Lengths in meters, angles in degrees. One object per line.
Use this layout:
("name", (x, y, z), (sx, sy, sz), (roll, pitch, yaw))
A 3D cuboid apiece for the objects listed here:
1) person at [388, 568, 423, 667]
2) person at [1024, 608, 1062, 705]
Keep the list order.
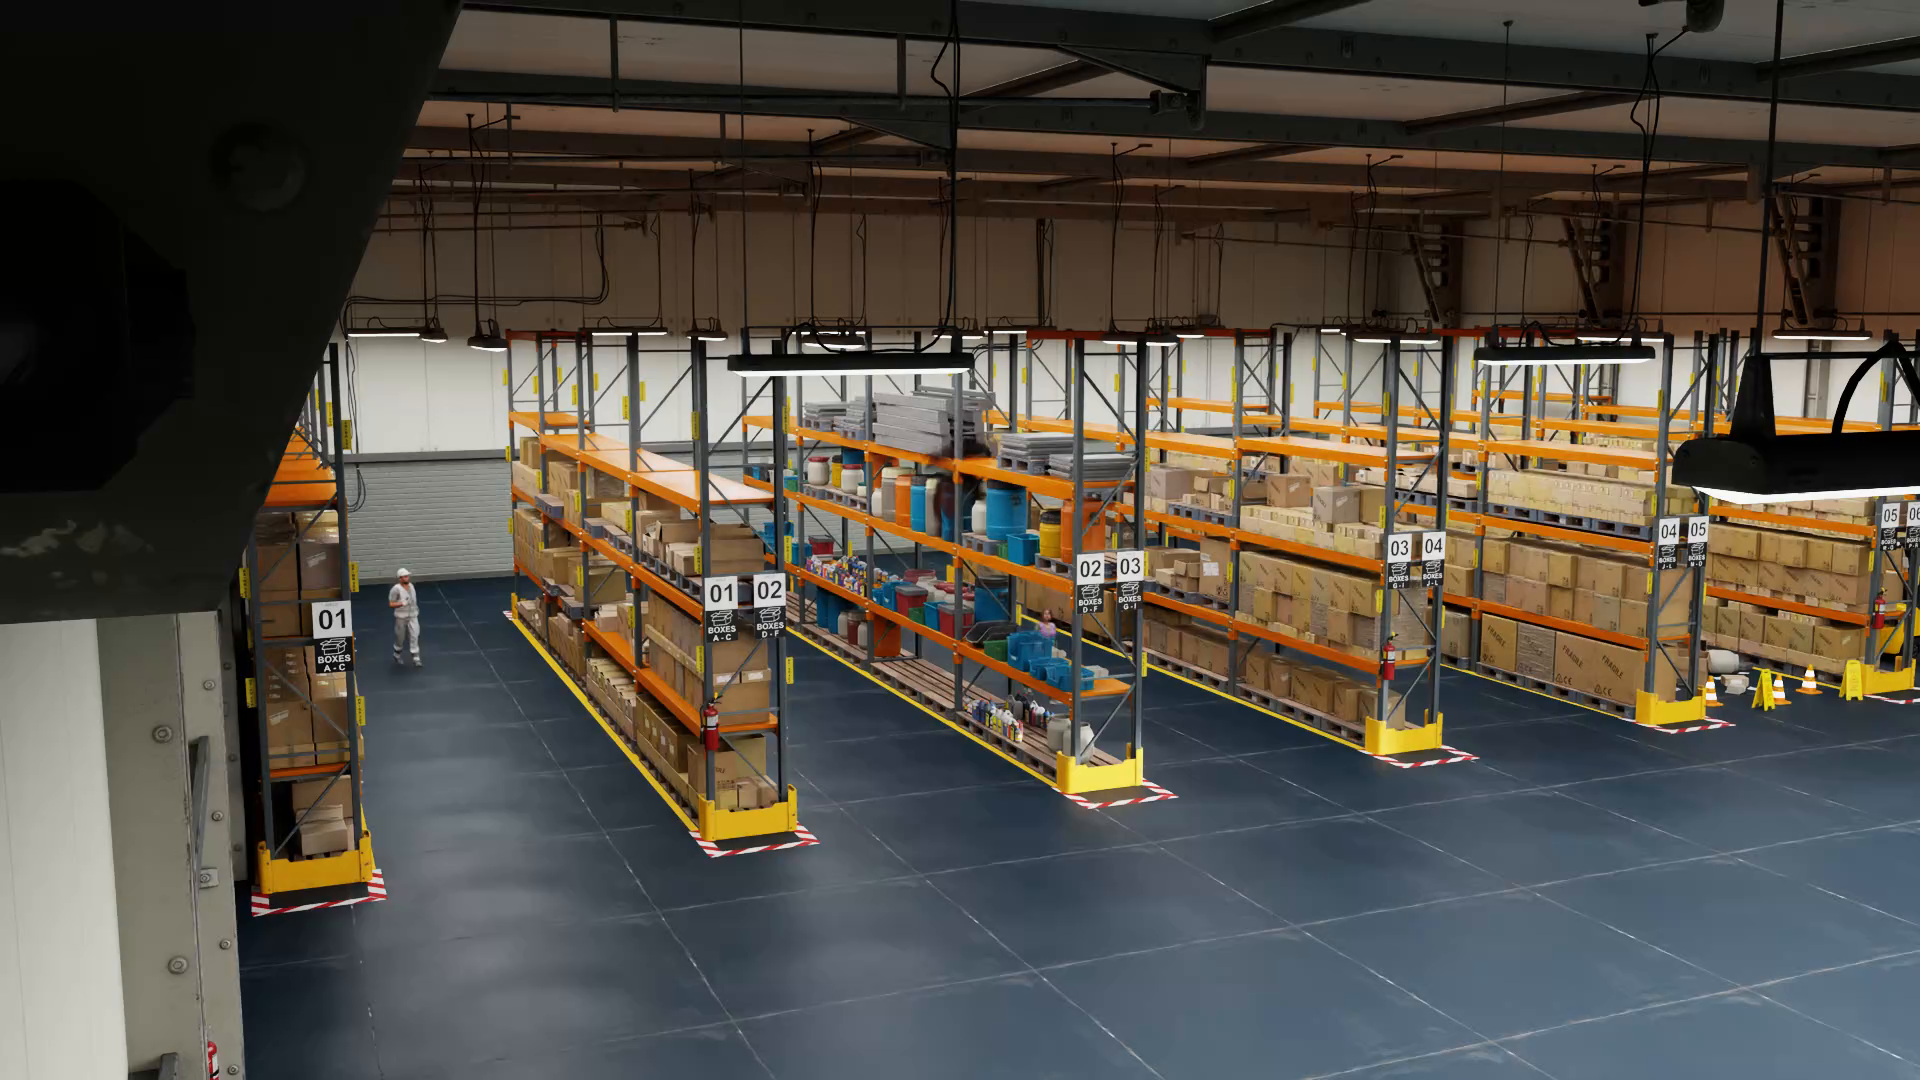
("person", (-9.868, 1.384, 29.609), (0.613, 1.766, 0.948), (-6, 10, -39))
("person", (1.363, 1.871, 27.076), (0.521, 1.538, 0.833), (-5, 9, -34))
